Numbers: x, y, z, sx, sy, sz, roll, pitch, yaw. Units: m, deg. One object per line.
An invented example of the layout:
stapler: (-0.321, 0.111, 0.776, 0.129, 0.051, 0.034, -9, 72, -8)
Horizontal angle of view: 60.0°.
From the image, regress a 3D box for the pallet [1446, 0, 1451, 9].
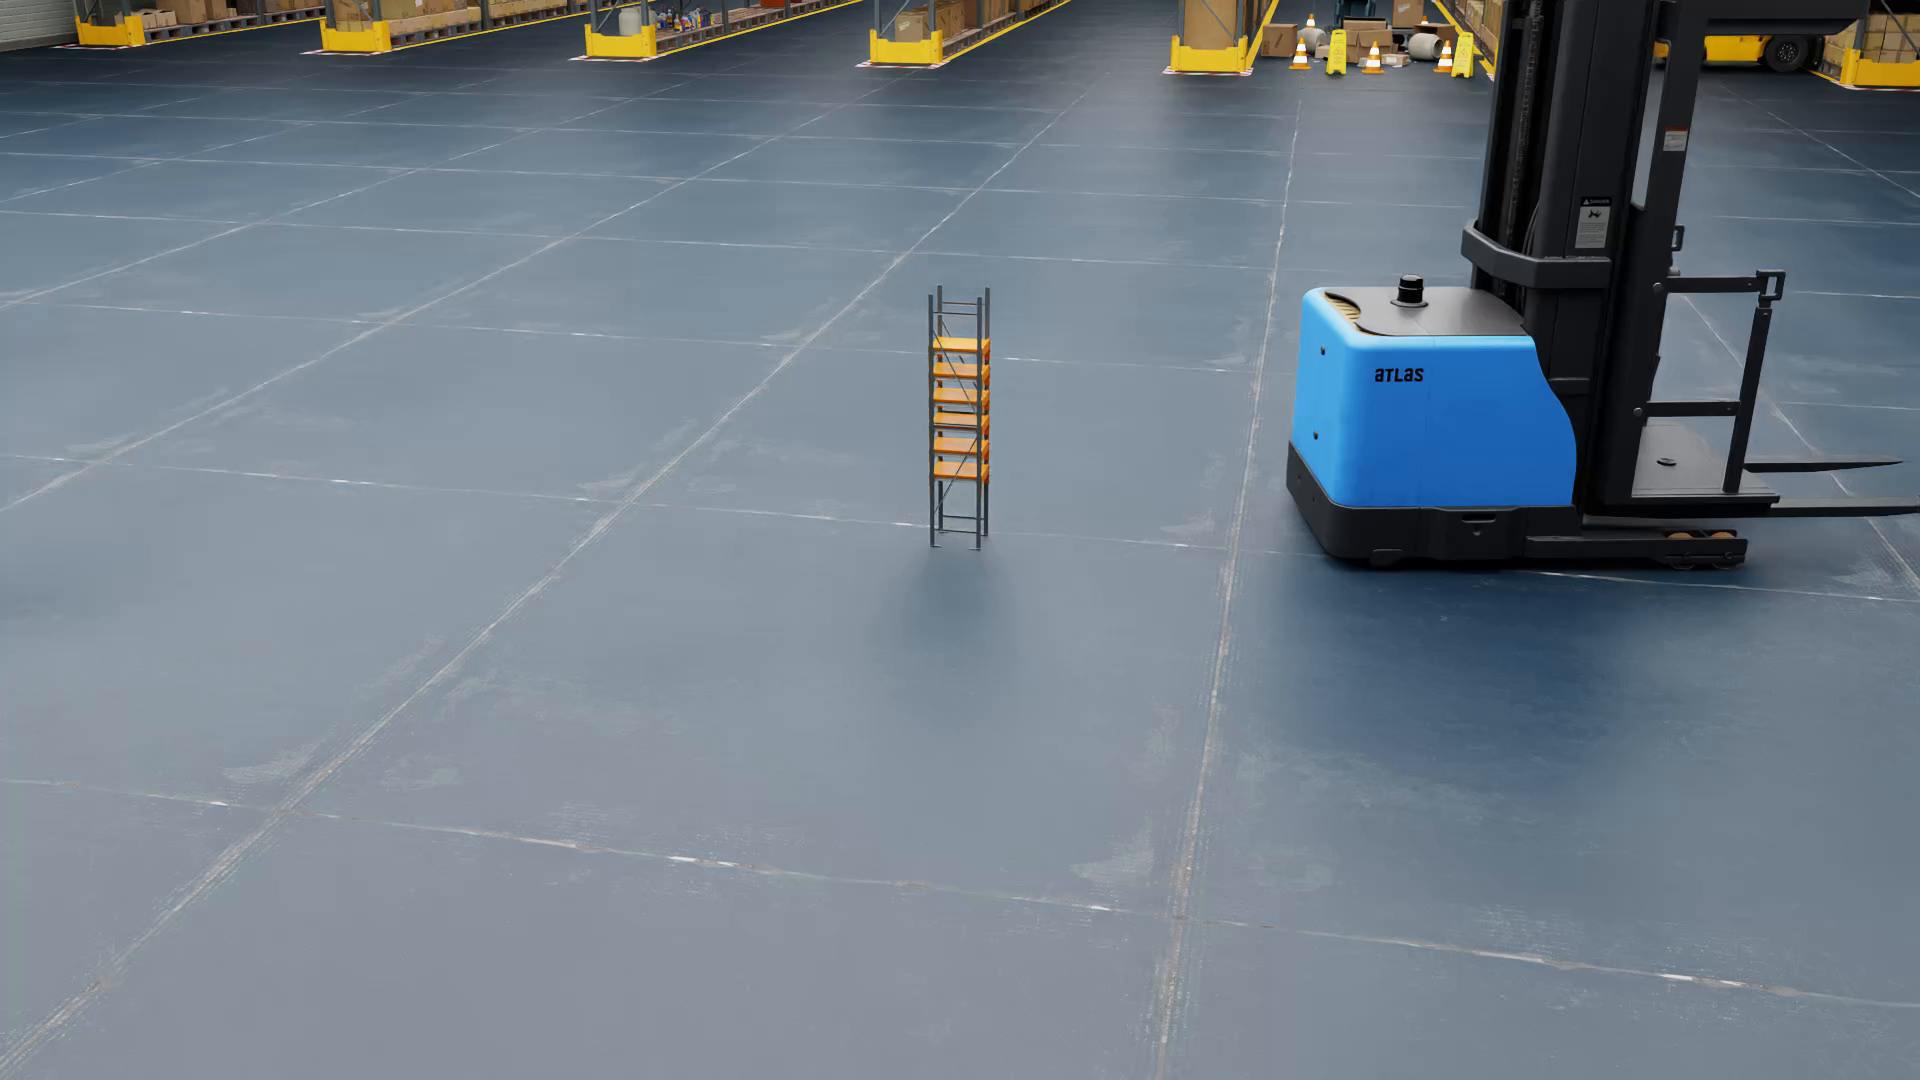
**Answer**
pallet: (11.729, -12.324, 38.171, 1.003, 0.211, 1.213, 4, 22, 11)

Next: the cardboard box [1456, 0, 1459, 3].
cardboard box: (11.484, -12.126, 36.813, 0.875, 0.438, 0.875, 4, 22, 10)

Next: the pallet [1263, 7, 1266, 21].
pallet: (5.980, -11.212, 35.411, 1.003, 0.211, 1.213, 4, 22, 11)

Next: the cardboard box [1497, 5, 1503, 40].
cardboard box: (8.710, -8.089, 26.038, 0.500, 0.500, 0.500, 5, 22, 11)

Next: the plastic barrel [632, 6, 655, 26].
plastic barrel: (-5.586, -9.113, 29.233, 0.421, 0.512, 0.421, 0, 22, 0)

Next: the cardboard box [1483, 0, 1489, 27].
cardboard box: (9.234, -9.044, 28.409, 0.500, 0.500, 0.500, 6, 23, 13)

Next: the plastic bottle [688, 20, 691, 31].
plastic bottle: (-4.962, -9.386, 30.300, 0.097, 0.201, 0.097, 0, 22, 0)

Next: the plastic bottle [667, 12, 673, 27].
plastic bottle: (-5.414, -9.718, 31.030, 0.097, 0.271, 0.097, 0, 22, 0)

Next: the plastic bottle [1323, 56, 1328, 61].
plastic bottle: (6.132, -8.015, 27.674, 0.133, 0.061, 0.283, -3, 22, -8)

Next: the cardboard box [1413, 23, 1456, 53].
cardboard box: (8.068, -8.526, 28.350, 0.500, 0.500, 0.500, -16, 27, -35)

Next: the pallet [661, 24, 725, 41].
pallet: (-5.110, -9.569, 31.331, 1.003, 0.211, 1.213, 4, 22, 11)

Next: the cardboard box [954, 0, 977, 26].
cardboard box: (0.063, -9.995, 31.413, 0.700, 0.500, 0.500, 3, 22, 7)

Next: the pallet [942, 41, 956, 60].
pallet: (-0.683, -8.293, 28.163, 1.003, 0.211, 1.213, 4, 22, 11)

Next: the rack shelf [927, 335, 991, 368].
rack shelf: (-0.003, -0.844, 7.498, 0.258, 0.103, 0.180, 4, 22, 11)

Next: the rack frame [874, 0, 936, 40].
rack frame: (-0.899, -9.265, 26.842, 1.000, 3.000, 0.127, 4, 22, 11)

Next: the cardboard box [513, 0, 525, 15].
cardboard box: (-9.247, -10.908, 34.042, 0.500, 0.250, 0.500, 4, 22, 9)

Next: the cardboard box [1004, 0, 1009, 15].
cardboard box: (0.616, -10.988, 33.879, 0.700, 0.500, 0.500, 3, 22, 8)

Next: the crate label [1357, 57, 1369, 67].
crate label: (6.571, -7.689, 26.763, 0.250, 0.136, 0.298, -7, 23, -17)

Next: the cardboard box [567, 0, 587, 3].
cardboard box: (-8.591, -12.136, 36.729, 0.500, 0.500, 0.500, 5, 23, 13)

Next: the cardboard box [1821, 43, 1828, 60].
cardboard box: (13.670, -7.611, 25.854, 0.500, 0.250, 0.500, 5, 22, 11)

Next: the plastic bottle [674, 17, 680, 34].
plastic bottle: (-5.073, -9.220, 29.795, 0.097, 0.271, 0.097, 0, 22, 0)

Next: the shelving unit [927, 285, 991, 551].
shelving unit: (-0.003, -0.551, 7.616, 0.258, 1.200, 0.189, 4, 22, 11)

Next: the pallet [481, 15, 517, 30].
pallet: (-9.668, -10.463, 33.550, 1.003, 0.211, 1.213, 4, 22, 11)

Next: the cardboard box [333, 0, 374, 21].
cardboard box: (-10.778, -9.507, 29.559, 0.500, 0.500, 0.500, 4, 22, 11)

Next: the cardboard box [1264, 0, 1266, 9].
cardboard box: (6.266, -11.609, 35.446, 0.500, 0.500, 0.500, 4, 22, 10)

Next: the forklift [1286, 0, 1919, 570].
forklift: (3.159, -1.422, 7.460, 3.031, 2.935, 1.130, -1, 22, -2)

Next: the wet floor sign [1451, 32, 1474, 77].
wet floor sign: (7.716, -7.429, 25.436, 0.267, 0.644, 0.232, 13, 25, 29)

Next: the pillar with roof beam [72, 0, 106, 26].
pillar with roof beam: (-11.936, -13.174, 28.519, 9.100, 9.000, 0.400, 4, 22, 11)

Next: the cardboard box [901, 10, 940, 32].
cardboard box: (-0.667, -8.748, 28.344, 0.500, 0.500, 0.500, 11, 24, 25)

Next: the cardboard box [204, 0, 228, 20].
cardboard box: (-14.803, -10.522, 32.722, 0.500, 0.500, 0.500, 3, 22, 7)

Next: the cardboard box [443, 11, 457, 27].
cardboard box: (-9.860, -9.851, 31.417, 0.500, 0.250, 0.500, 4, 22, 11)

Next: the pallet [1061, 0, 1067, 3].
pallet: (2.028, -13.079, 40.047, 1.003, 0.211, 1.213, 4, 22, 11)

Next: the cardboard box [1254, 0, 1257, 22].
cardboard box: (5.181, -10.391, 32.088, 1.050, 0.750, 0.750, 5, 22, 12)

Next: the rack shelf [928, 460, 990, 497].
rack shelf: (-0.003, -0.287, 7.723, 0.258, 0.103, 0.180, 4, 22, 11)

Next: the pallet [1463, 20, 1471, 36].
pallet: (10.274, -9.856, 32.043, 1.003, 0.211, 1.213, 4, 22, 11)

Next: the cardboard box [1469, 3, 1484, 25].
cardboard box: (10.167, -9.934, 31.461, 0.950, 0.372, 0.625, 4, 22, 10)

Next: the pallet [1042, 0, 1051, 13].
pallet: (1.466, -12.072, 37.545, 1.003, 0.211, 1.213, 4, 22, 11)

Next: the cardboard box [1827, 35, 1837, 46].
cardboard box: (13.568, -7.668, 25.327, 0.500, 0.250, 0.500, 4, 22, 10)

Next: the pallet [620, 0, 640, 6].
pallet: (-8.277, -12.816, 39.393, 1.003, 0.211, 1.213, 4, 22, 11)

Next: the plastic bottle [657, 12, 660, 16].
plastic bottle: (-5.616, -9.659, 30.869, 0.061, 0.283, 0.133, 5, 23, 13)

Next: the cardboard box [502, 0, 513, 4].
cardboard box: (-9.345, -10.978, 33.465, 0.500, 0.311, 0.500, 4, 22, 10)

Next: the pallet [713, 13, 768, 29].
pallet: (-4.563, -10.549, 33.765, 1.003, 0.211, 1.213, 4, 22, 11)

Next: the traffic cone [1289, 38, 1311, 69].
traffic cone: (5.434, -7.759, 26.499, 0.336, 0.463, 0.334, 4, 22, 11)

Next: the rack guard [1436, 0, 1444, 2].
rack guard: (12.072, -13.210, 39.984, 1.175, 0.500, 0.348, 4, 22, 11)

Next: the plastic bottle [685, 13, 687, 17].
plastic bottle: (-5.028, -9.552, 30.603, 0.061, 0.283, 0.133, 4, 22, 11)

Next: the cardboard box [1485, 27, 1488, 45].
cardboard box: (9.136, -8.500, 28.062, 0.500, 0.250, 0.500, 6, 23, 14)

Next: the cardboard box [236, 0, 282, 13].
cardboard box: (-14.497, -11.175, 34.343, 0.700, 0.500, 0.500, 5, 23, 13)

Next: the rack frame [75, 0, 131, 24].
rack frame: (-15.447, -10.397, 29.655, 1.000, 3.000, 0.127, 4, 22, 11)

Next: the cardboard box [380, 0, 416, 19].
cardboard box: (-10.169, -9.650, 29.915, 0.500, 0.500, 0.500, 4, 22, 11)

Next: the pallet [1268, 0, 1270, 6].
pallet: (6.733, -12.641, 38.957, 1.003, 0.211, 1.213, 4, 22, 11)

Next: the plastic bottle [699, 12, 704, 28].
plastic bottle: (-4.813, -9.659, 30.868, 0.061, 0.283, 0.133, 6, 23, 14)

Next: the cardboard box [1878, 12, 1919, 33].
cardboard box: (13.946, -7.677, 24.679, 0.500, 0.250, 0.500, 4, 22, 10)

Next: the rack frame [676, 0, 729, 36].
rack frame: (-4.932, -11.105, 31.412, 1.000, 3.000, 0.127, 4, 22, 11)
